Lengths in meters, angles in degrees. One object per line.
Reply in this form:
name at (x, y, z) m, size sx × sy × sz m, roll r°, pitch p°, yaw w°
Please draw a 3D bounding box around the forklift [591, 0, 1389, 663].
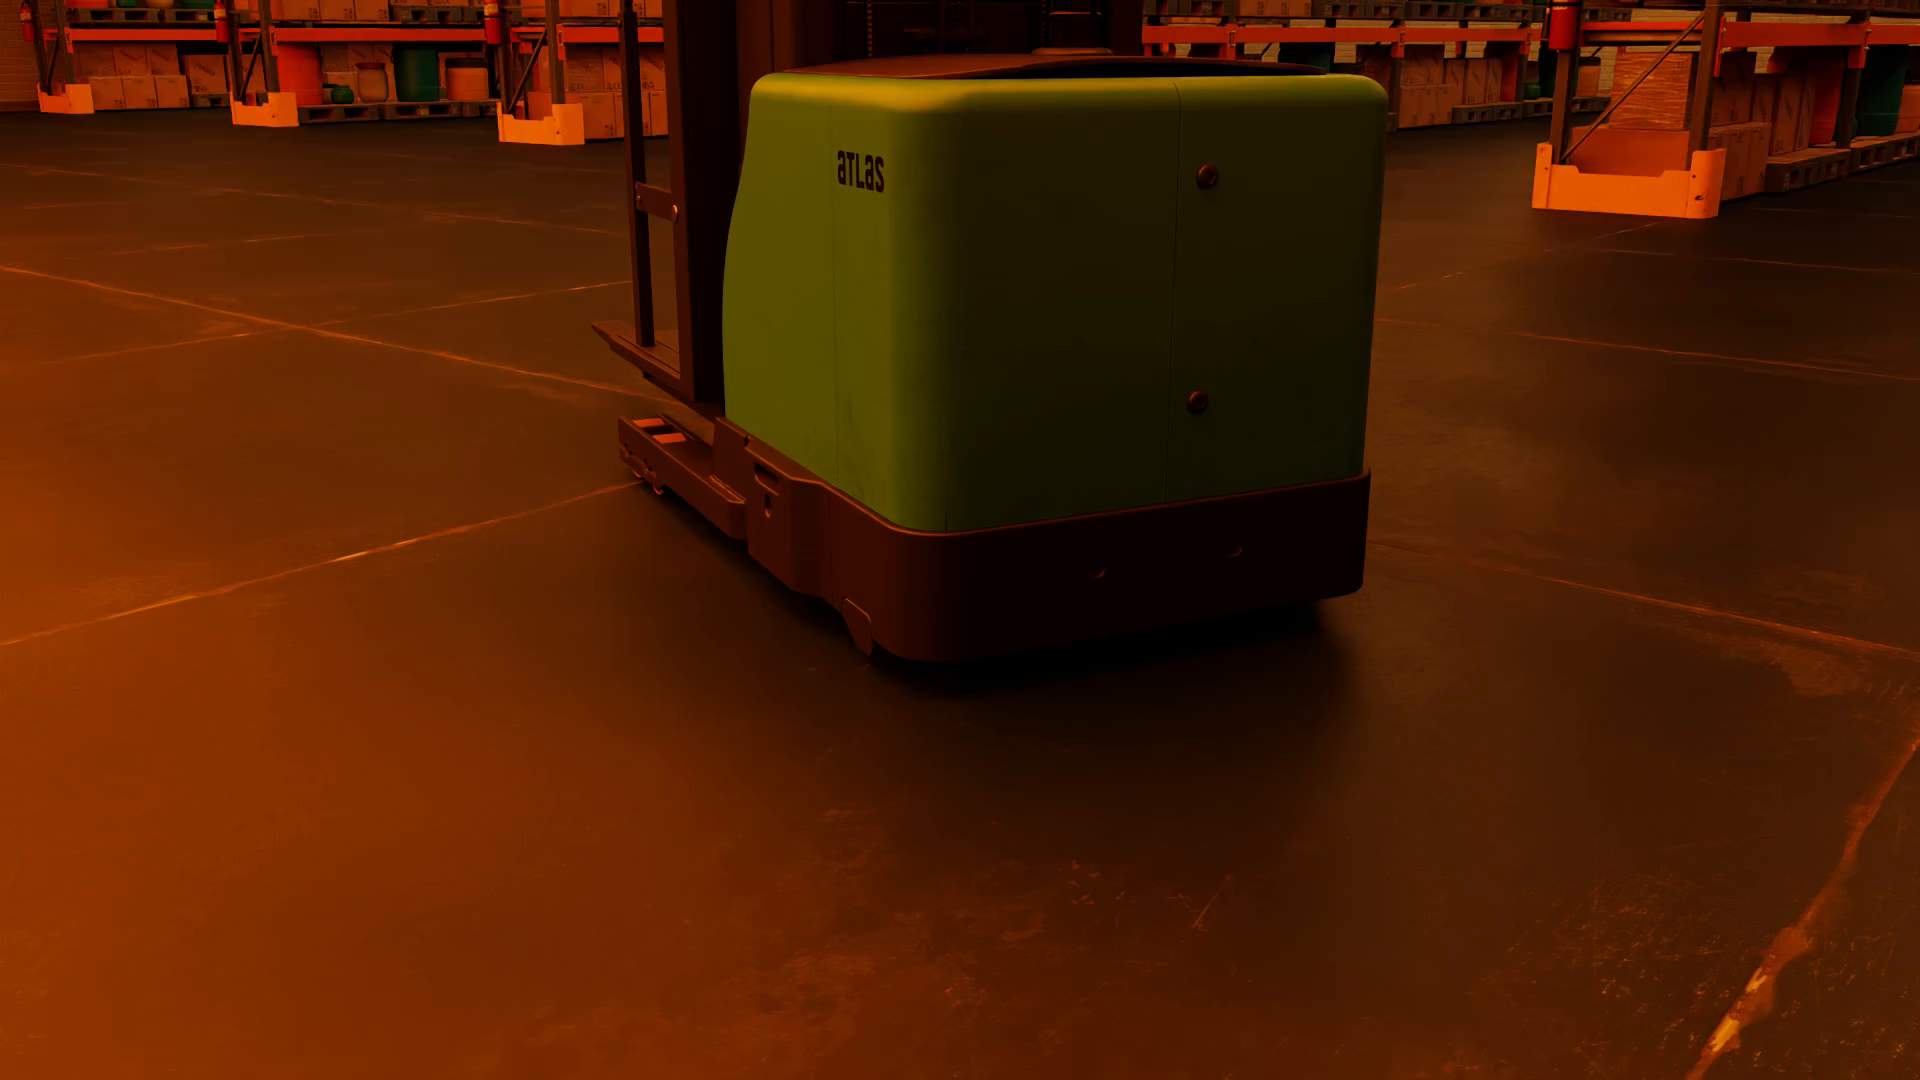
forklift at (-0.270, -1.565, 4.052) m, size 1.130 × 2.935 × 3.031 m, roll -8°, pitch 19°, yaw -25°
